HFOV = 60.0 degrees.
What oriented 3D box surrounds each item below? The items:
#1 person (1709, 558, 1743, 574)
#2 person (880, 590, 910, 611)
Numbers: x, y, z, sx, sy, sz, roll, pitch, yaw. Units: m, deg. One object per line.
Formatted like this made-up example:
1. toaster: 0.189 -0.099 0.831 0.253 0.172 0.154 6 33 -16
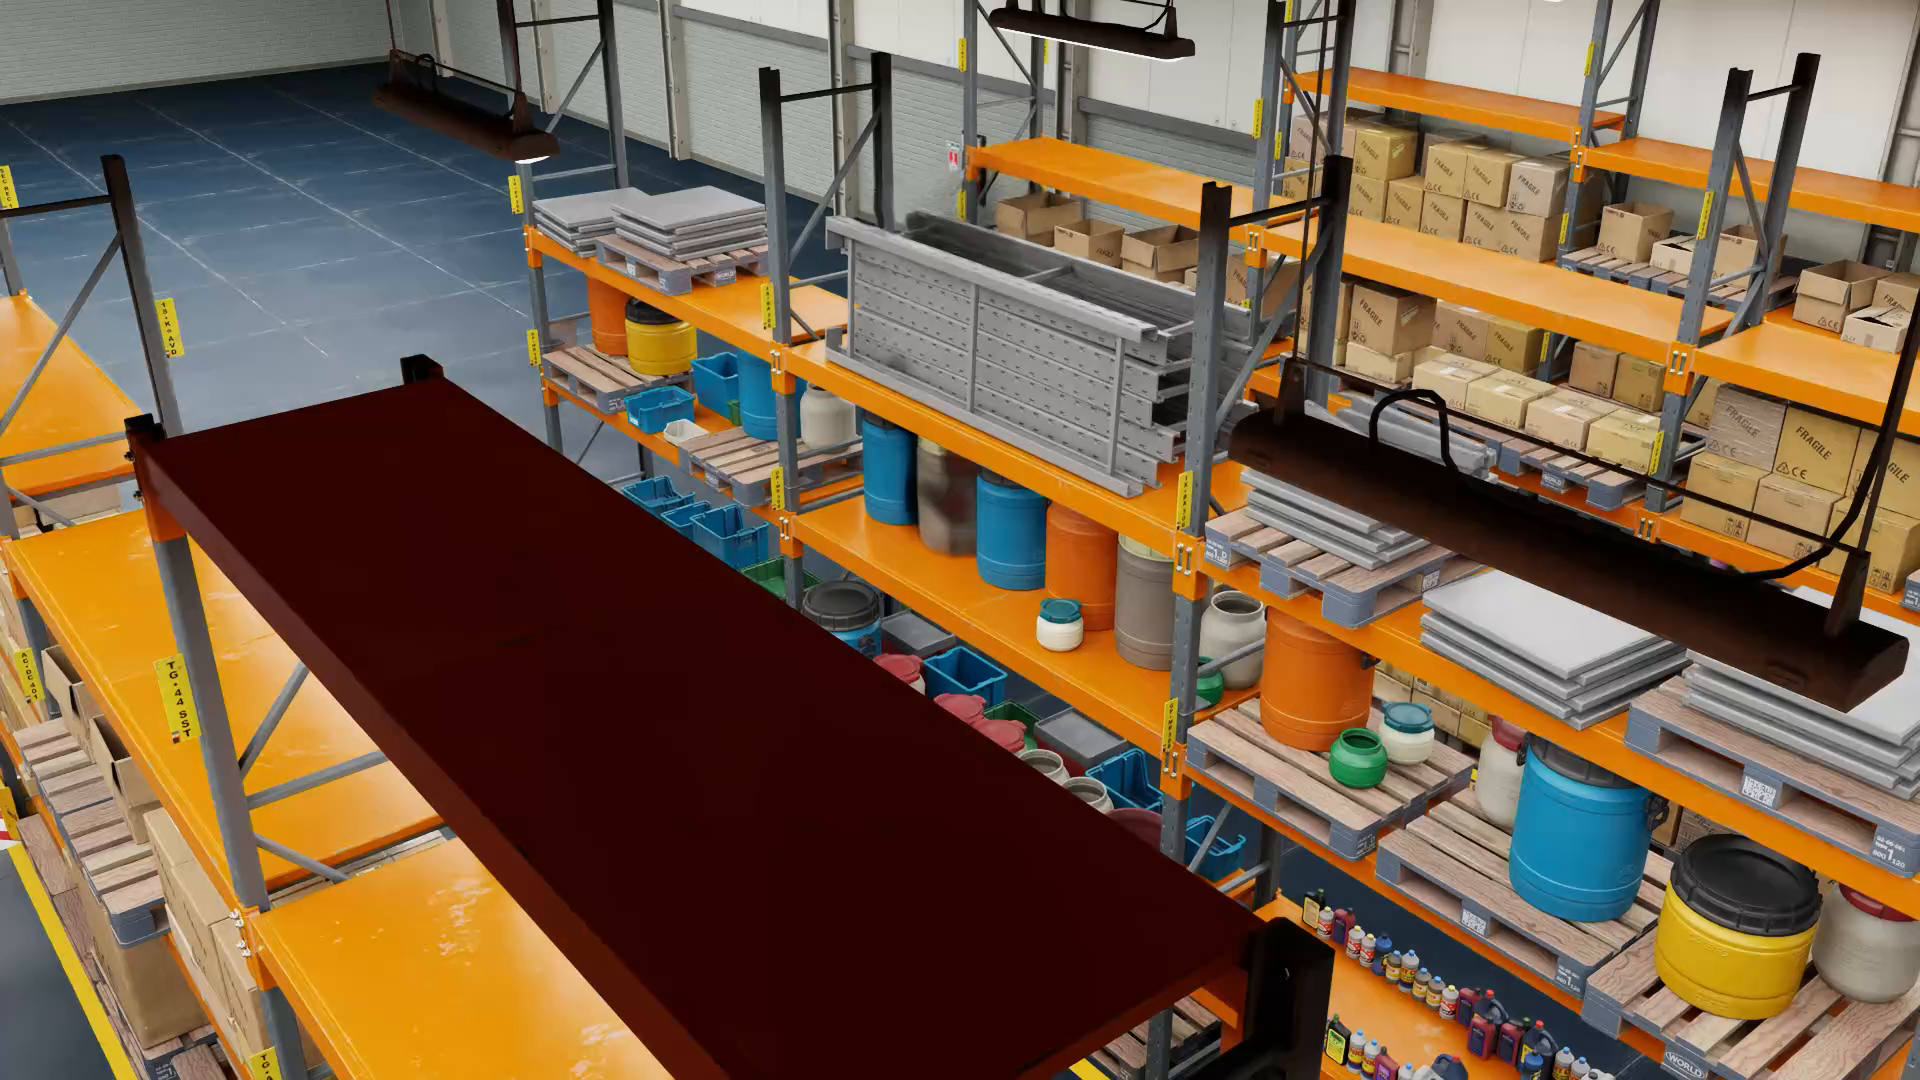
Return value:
1. person: 6.734 0.614 15.161 0.667 1.597 0.505 19 32 34
2. person: -0.526 0.178 15.213 0.668 1.773 0.798 -23 34 -38
